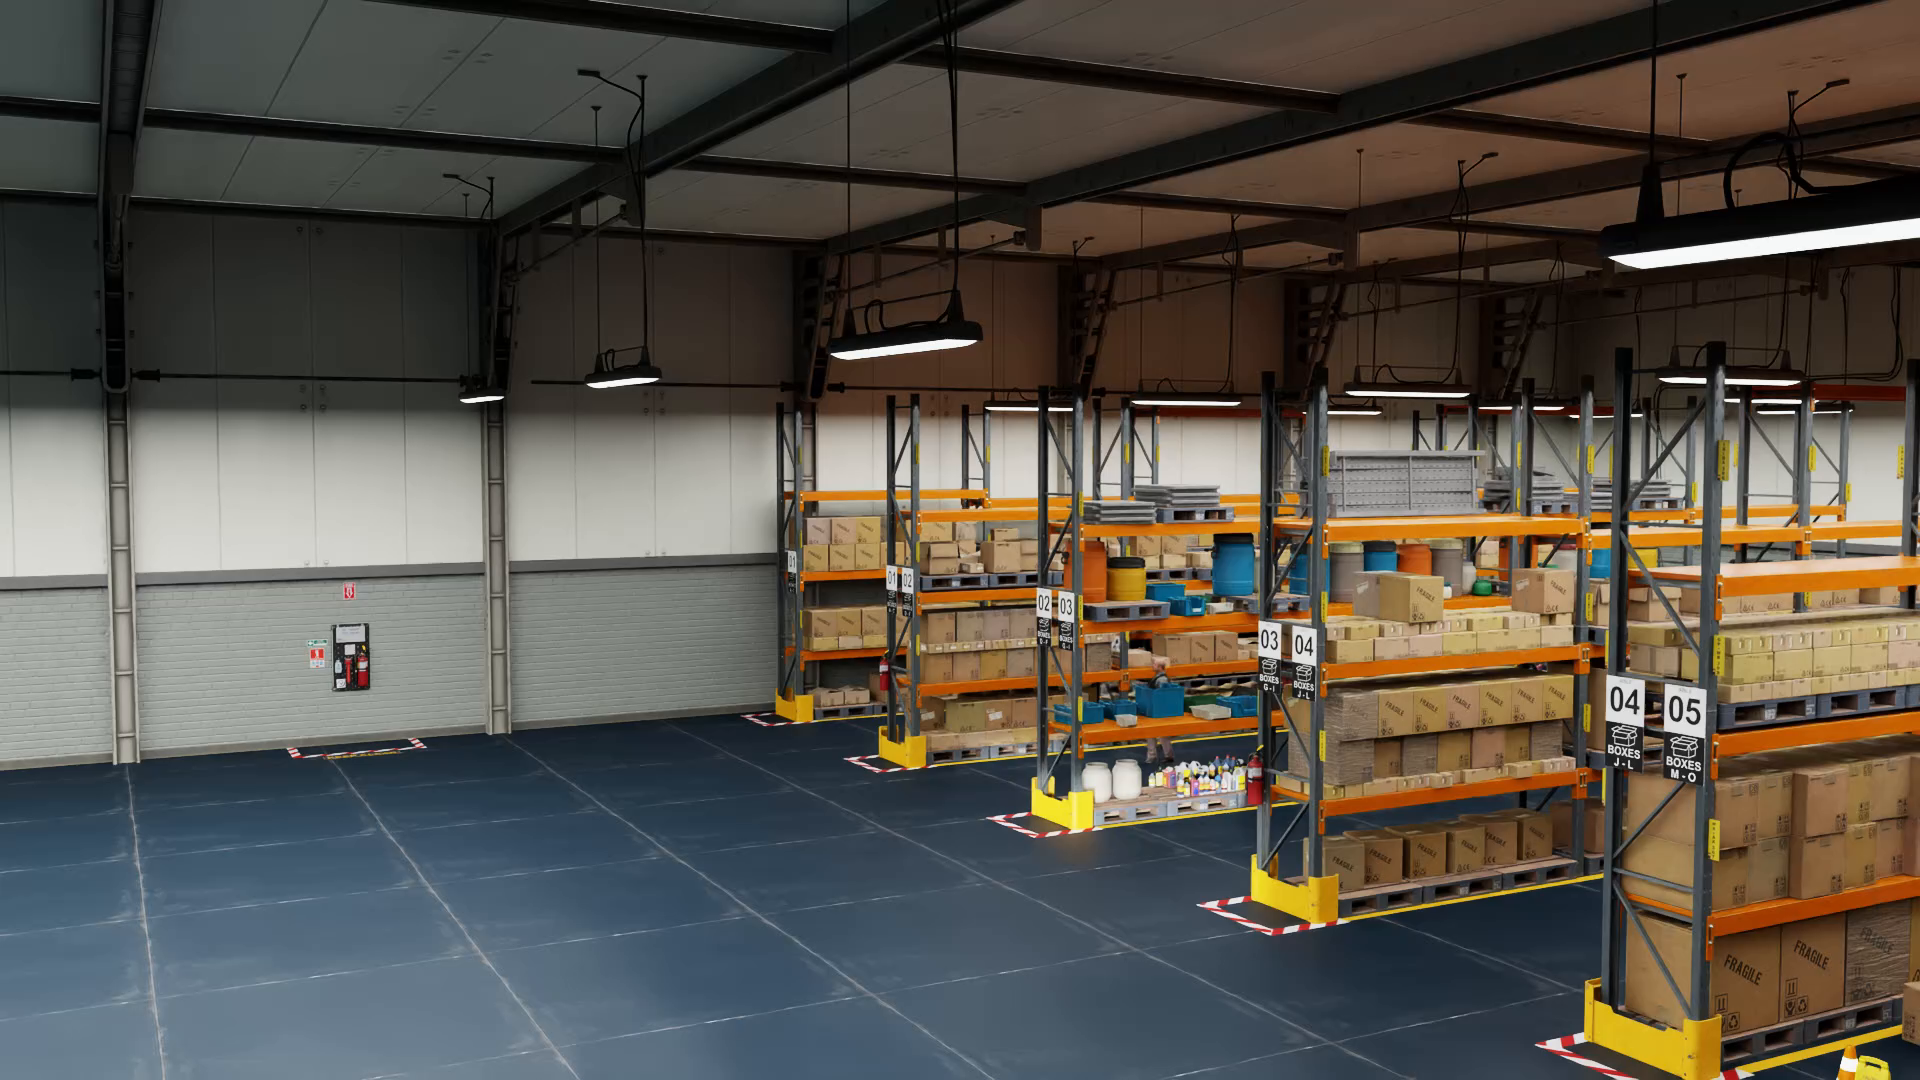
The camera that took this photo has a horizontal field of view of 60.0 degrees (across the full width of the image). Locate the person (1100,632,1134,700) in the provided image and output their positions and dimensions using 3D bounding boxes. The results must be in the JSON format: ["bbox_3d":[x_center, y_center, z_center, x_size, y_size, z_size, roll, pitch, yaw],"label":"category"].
[{"bbox_3d":[3.084,2.447,33.108,1.029,1.617,0.502,-2,4,-33],"label":"person"}]

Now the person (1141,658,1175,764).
[{"bbox_3d":[3.216,2.800,26.976,0.547,1.776,0.570,0,3,-7],"label":"person"}]
